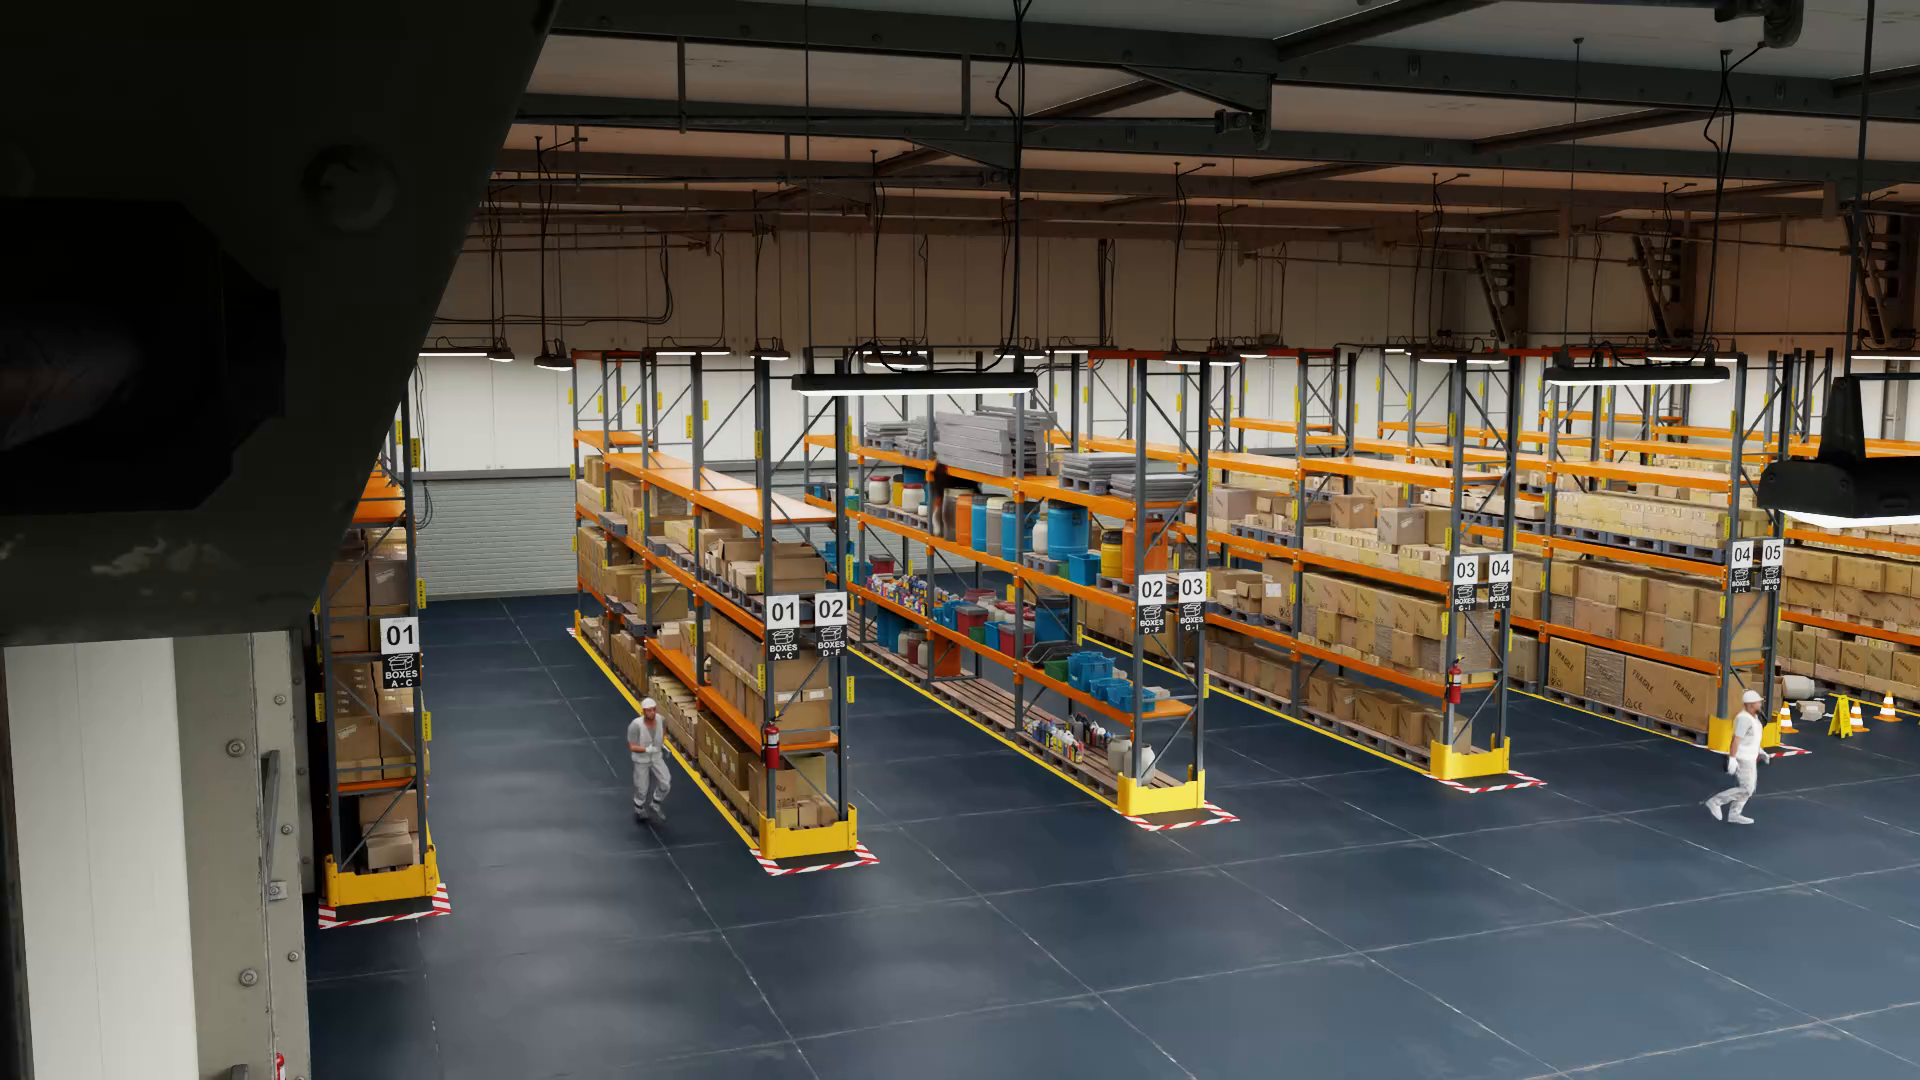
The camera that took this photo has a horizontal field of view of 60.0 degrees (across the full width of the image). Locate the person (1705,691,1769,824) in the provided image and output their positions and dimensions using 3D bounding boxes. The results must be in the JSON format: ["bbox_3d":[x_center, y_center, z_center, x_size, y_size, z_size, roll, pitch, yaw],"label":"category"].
[{"bbox_3d":[10.046,2.799,21.459,0.680,1.748,0.737,4,8,31],"label":"person"}]

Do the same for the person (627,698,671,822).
[{"bbox_3d":[-3.992,2.822,21.362,0.612,1.676,0.884,-4,8,-29],"label":"person"}]
